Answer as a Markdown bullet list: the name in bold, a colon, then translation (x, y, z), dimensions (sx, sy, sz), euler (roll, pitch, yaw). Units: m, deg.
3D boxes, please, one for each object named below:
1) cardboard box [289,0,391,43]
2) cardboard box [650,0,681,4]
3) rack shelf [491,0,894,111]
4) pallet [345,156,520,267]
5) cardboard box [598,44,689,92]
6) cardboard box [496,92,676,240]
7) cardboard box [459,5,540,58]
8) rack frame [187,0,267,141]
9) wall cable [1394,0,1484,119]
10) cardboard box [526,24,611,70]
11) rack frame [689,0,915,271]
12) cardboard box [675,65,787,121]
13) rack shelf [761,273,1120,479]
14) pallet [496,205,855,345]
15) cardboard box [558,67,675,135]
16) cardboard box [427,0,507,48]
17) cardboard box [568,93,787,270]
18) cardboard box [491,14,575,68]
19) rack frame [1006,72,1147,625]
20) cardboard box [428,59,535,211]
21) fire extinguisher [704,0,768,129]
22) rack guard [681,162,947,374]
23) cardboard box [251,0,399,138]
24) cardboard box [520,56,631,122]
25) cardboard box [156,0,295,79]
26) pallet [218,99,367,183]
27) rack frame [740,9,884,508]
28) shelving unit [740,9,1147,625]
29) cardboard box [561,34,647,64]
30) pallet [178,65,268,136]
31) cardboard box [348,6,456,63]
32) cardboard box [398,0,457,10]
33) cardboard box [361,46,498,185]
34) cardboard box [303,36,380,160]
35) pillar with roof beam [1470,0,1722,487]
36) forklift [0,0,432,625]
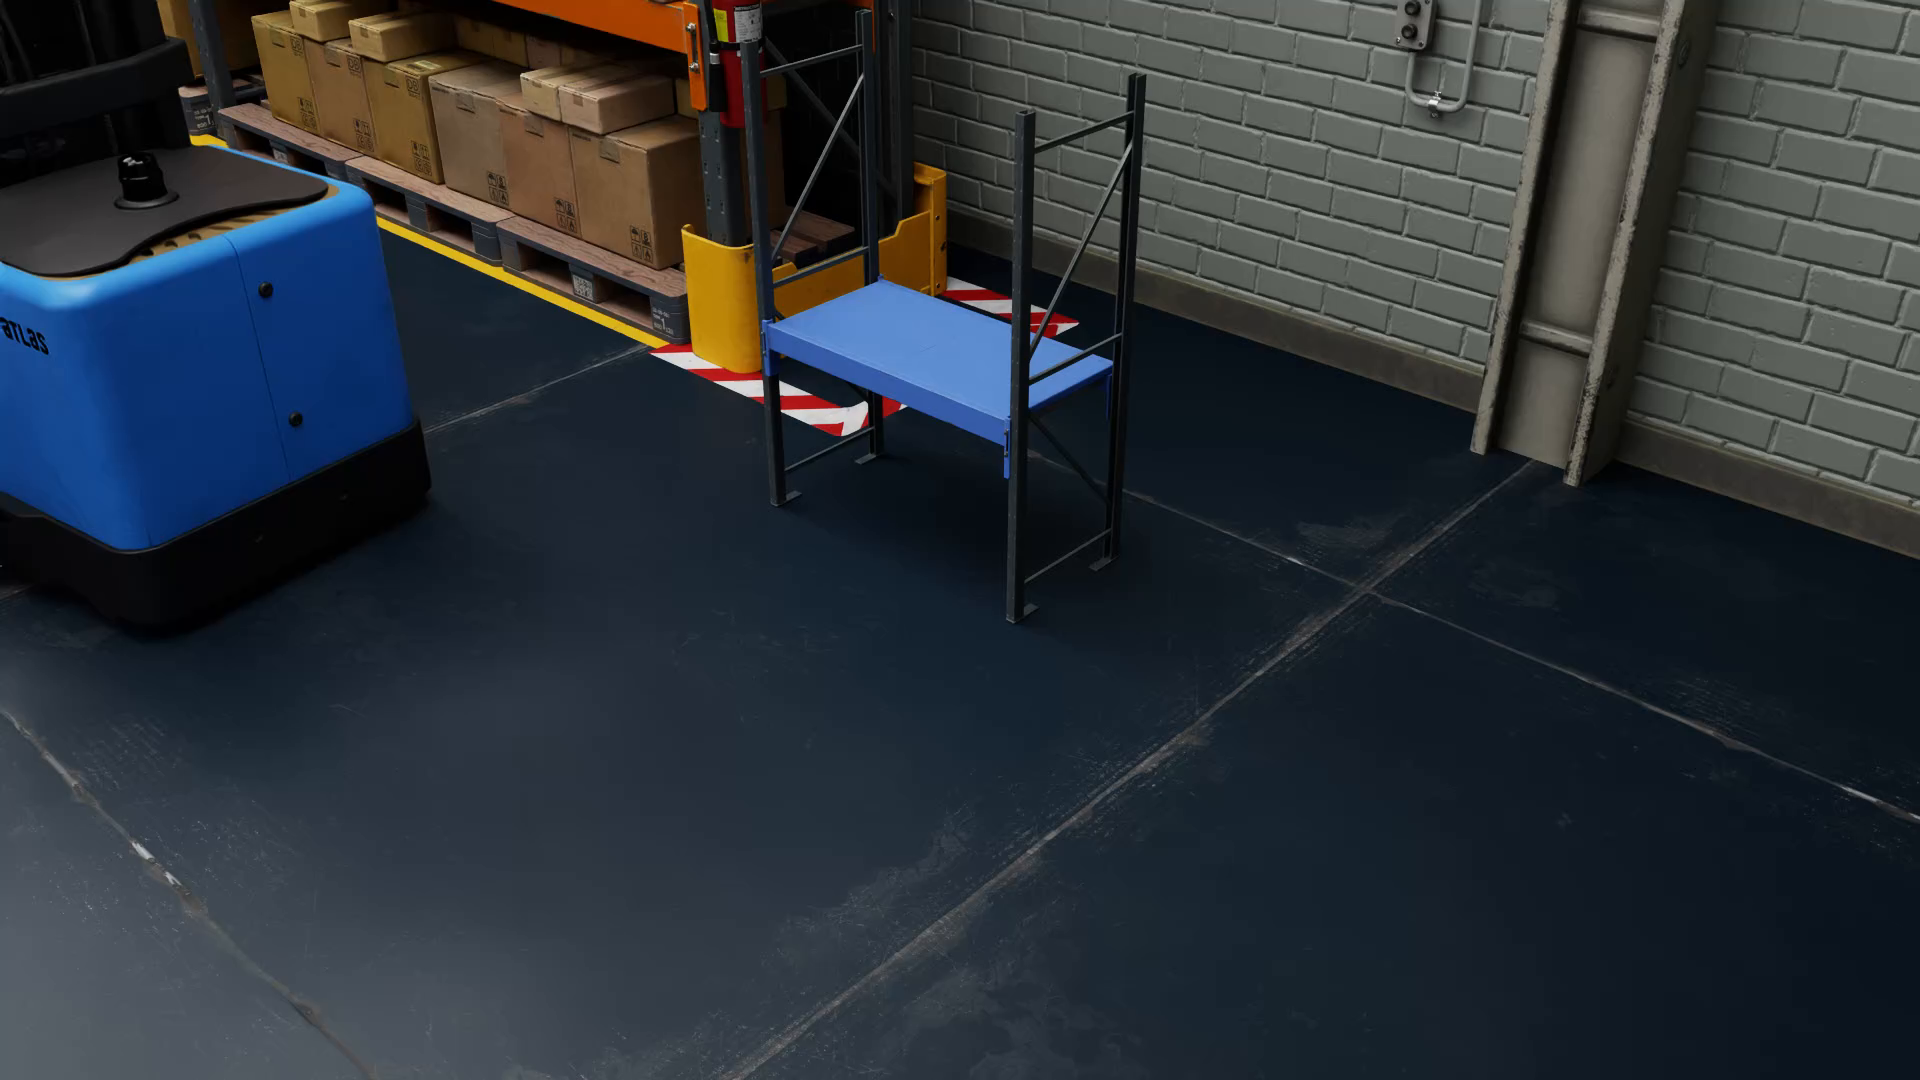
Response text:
- **cardboard box**: translation (-2.914, -2.476, 7.842), dimensions (0.250, 0.149, 0.380), euler (27, 40, 37)
- **cardboard box**: translation (-0.950, -2.492, 6.190), dimensions (0.700, 0.700, 0.980), euler (27, 40, 37)
- **rack shelf**: translation (-2.048, -2.575, 7.316), dimensions (4.000, 0.370, 1.077), euler (25, 39, 35)
- **pallet**: translation (-2.111, -1.665, 7.812), dimensions (1.213, 0.211, 1.003), euler (25, 39, 35)
- **cardboard box**: translation (-1.301, -1.990, 7.035), dimensions (0.250, 0.149, 0.380), euler (25, 39, 35)
- **cardboard box**: translation (-1.523, -1.677, 7.144), dimensions (0.500, 0.500, 0.700), euler (25, 39, 35)
- **cardboard box**: translation (-2.053, -2.341, 7.618), dimensions (0.250, 0.149, 0.380), euler (24, 39, 34)
- **rack frame**: translation (-3.531, -3.575, 8.281), dimensions (0.127, 3.000, 1.000), euler (25, 39, 35)
- **wall cable**: translation (1.019, -2.545, 5.584), dimensions (1.851, 1.984, 0.084), euler (25, 39, 35)
- **cardboard box**: translation (-1.675, -2.165, 7.325), dimensions (0.250, 0.149, 0.380), euler (26, 39, 36)
- **rack frame**: translation (-0.566, -2.191, 5.981), dimensions (0.127, 3.000, 1.000), euler (25, 39, 35)
- **cardboard box**: translation (-0.925, -1.815, 6.744), dimensions (0.250, 0.149, 0.380), euler (25, 39, 35)
- **rack shelf**: translation (-0.063, -0.518, 5.005), dimensions (1.000, 0.185, 0.538), euler (25, 39, 35)
- **pallet**: translation (-1.211, -1.243, 7.110), dimensions (1.213, 0.211, 1.003), euler (25, 39, 35)
- **cardboard box**: translation (-1.369, -1.757, 6.647), dimensions (0.250, 0.149, 0.380), euler (25, 39, 35)
- **cardboard box**: translation (-2.245, -2.430, 7.766), dimensions (0.250, 0.149, 0.380), euler (25, 39, 36)
- **cardboard box**: translation (-1.152, -1.504, 6.856), dimensions (0.500, 0.500, 0.700), euler (25, 39, 35)
- **cardboard box**: translation (-1.866, -2.253, 7.472), dimensions (0.250, 0.149, 0.380), euler (25, 39, 36)
- **rack frame**: translation (0.314, -0.496, 4.620), dimensions (0.032, 1.500, 0.500), euler (25, 39, 35)
- **cardboard box**: translation (-1.896, -1.851, 7.433), dimensions (0.500, 0.500, 0.700), euler (24, 38, 34)
- **fire extinguisher**: translation (-0.763, -1.769, 5.717), dimensions (0.183, 0.674, 0.296), euler (25, 39, 35)
- **rack guard**: translation (-0.548, -1.112, 6.612), dimensions (0.348, 0.500, 1.175), euler (25, 39, 35)
- **cardboard box**: translation (-3.046, -2.386, 8.322), dimensions (0.500, 0.500, 0.700), euler (26, 39, 36)
- **cardboard box**: translation (-1.559, -1.845, 6.793), dimensions (0.250, 0.149, 0.380), euler (26, 40, 36)
- **cardboard box**: translation (-4.100, -3.009, 9.018), dimensions (0.750, 0.750, 0.750), euler (26, 39, 36)
- **pallet**: translation (-3.020, -2.087, 8.513), dimensions (1.213, 0.211, 1.003), euler (25, 39, 35)
- **rack frame**: translation (-0.440, -0.848, 5.204), dimensions (0.032, 1.500, 0.500), euler (25, 39, 35)
- **shelving unit**: translation (-0.063, -0.672, 4.912), dimensions (1.048, 1.500, 0.538), euler (25, 39, 35)
- **cardboard box**: translation (-1.486, -2.077, 7.179), dimensions (0.250, 0.149, 0.380), euler (25, 39, 35)
- **pallet**: translation (-4.154, -2.619, 9.395), dimensions (1.213, 0.211, 1.003), euler (25, 39, 35)
- **cardboard box**: translation (-2.527, -2.295, 7.542), dimensions (0.250, 0.149, 0.380), euler (24, 38, 34)
- **cardboard box**: translation (-2.432, -2.518, 7.911), dimensions (0.250, 0.149, 0.380), euler (24, 38, 34)
- **cardboard box**: translation (-2.296, -2.033, 7.734), dimensions (0.500, 0.500, 0.700), euler (26, 40, 36)
- **cardboard box**: translation (-2.675, -2.211, 8.031), dimensions (0.500, 0.500, 0.700), euler (25, 39, 35)
- **pillar with roof beam**: translation (-0.872, -2.511, 0.696), dimensions (0.400, 9.000, 9.100), euler (25, 39, 35)
- **forklift**: translation (-3.219, -1.596, 5.060), dimensions (3.031, 2.935, 1.130), euler (20, 36, 29)
